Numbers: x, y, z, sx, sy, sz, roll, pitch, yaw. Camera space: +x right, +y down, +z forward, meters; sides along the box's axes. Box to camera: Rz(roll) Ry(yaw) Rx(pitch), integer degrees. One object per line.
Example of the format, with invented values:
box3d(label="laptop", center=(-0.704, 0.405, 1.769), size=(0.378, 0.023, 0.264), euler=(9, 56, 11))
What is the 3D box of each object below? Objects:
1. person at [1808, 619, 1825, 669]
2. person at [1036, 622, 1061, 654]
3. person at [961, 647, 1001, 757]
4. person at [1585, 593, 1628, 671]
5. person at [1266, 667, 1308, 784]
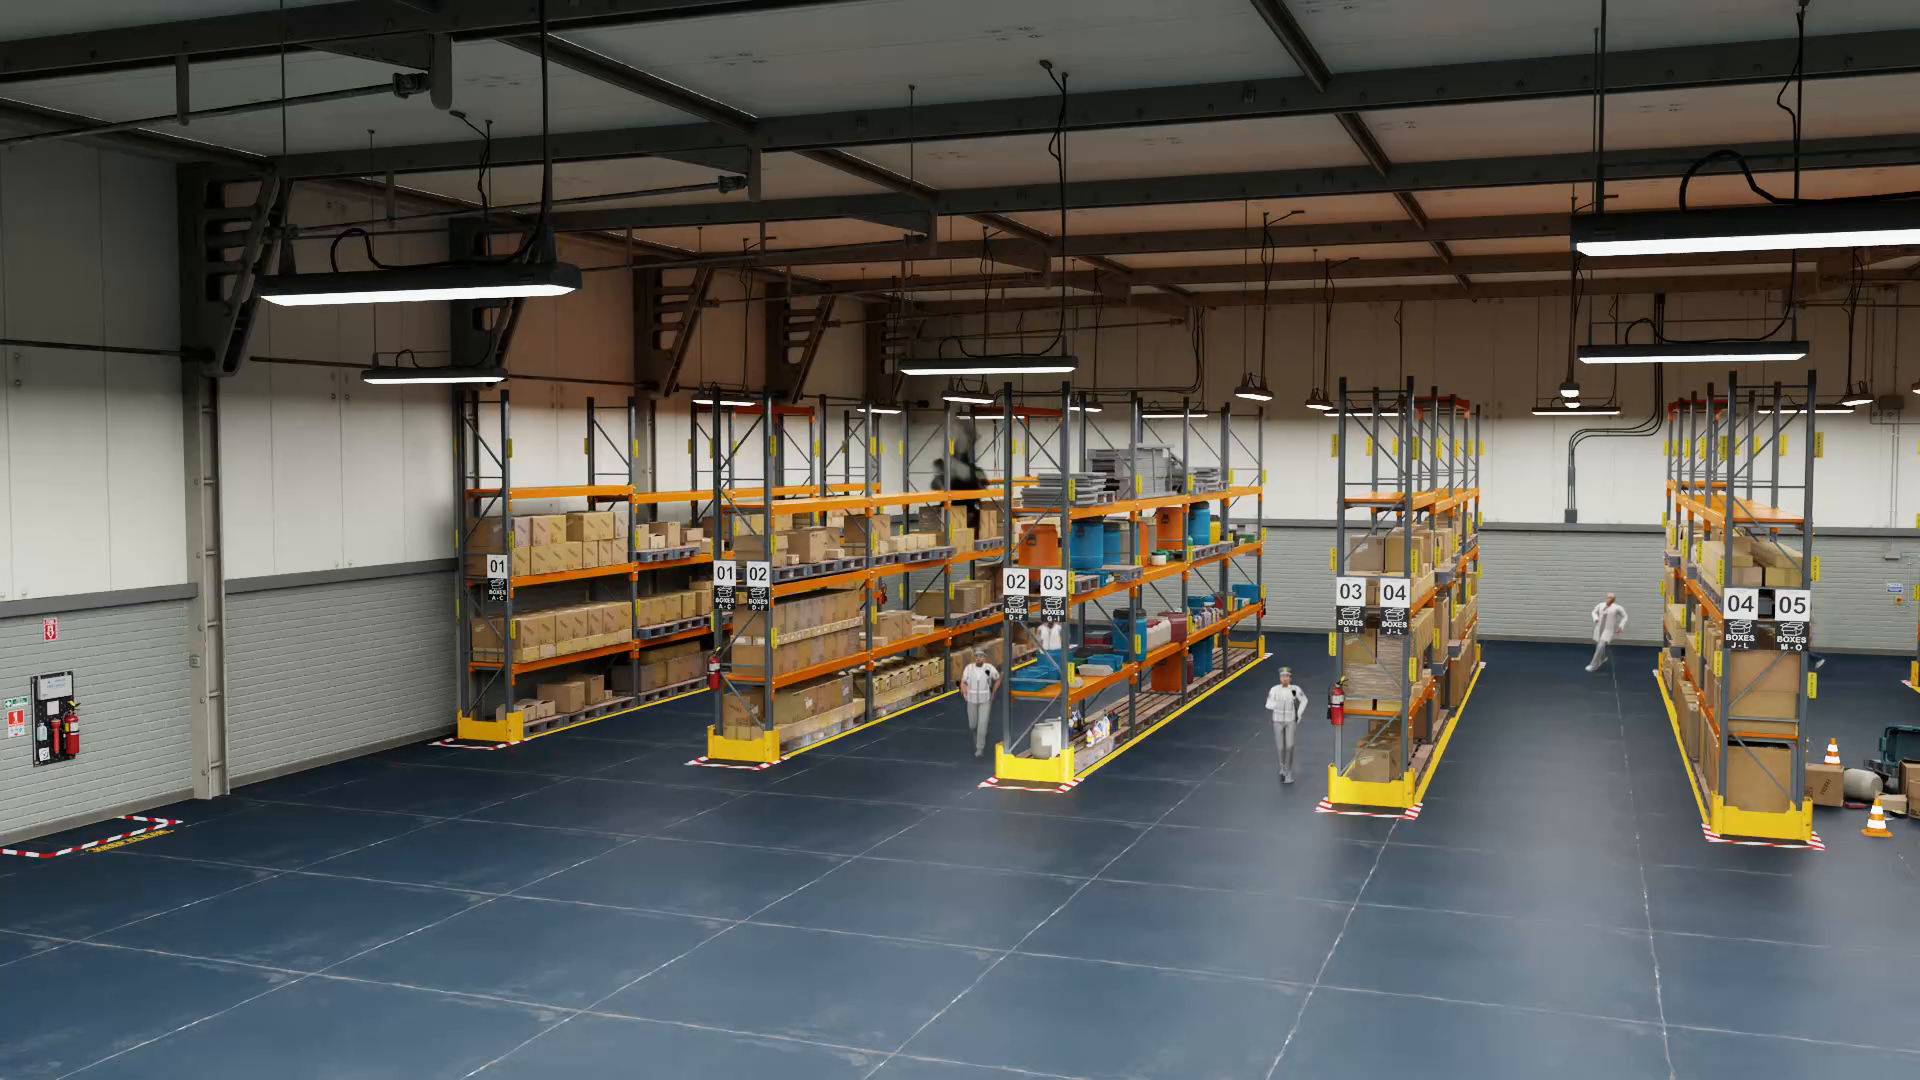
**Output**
box3d(label="person", center=(18.734, 2.185, 36.894), size=(0.830, 1.598, 0.541), euler=(1, 3, 22))
box3d(label="person", center=(1.810, 2.288, 33.387), size=(0.642, 1.767, 0.647), euler=(1, 3, 11))
box3d(label="person", center=(0.333, 2.634, 27.337), size=(0.663, 1.772, 0.816), euler=(0, 3, 8))
box3d(label="person", center=(14.500, 2.053, 37.293), size=(1.008, 1.740, 0.790), euler=(-3, 4, -42))
box3d(label="person", center=(4.905, 2.779, 25.041), size=(0.593, 1.750, 0.697), euler=(1, 3, 18))
